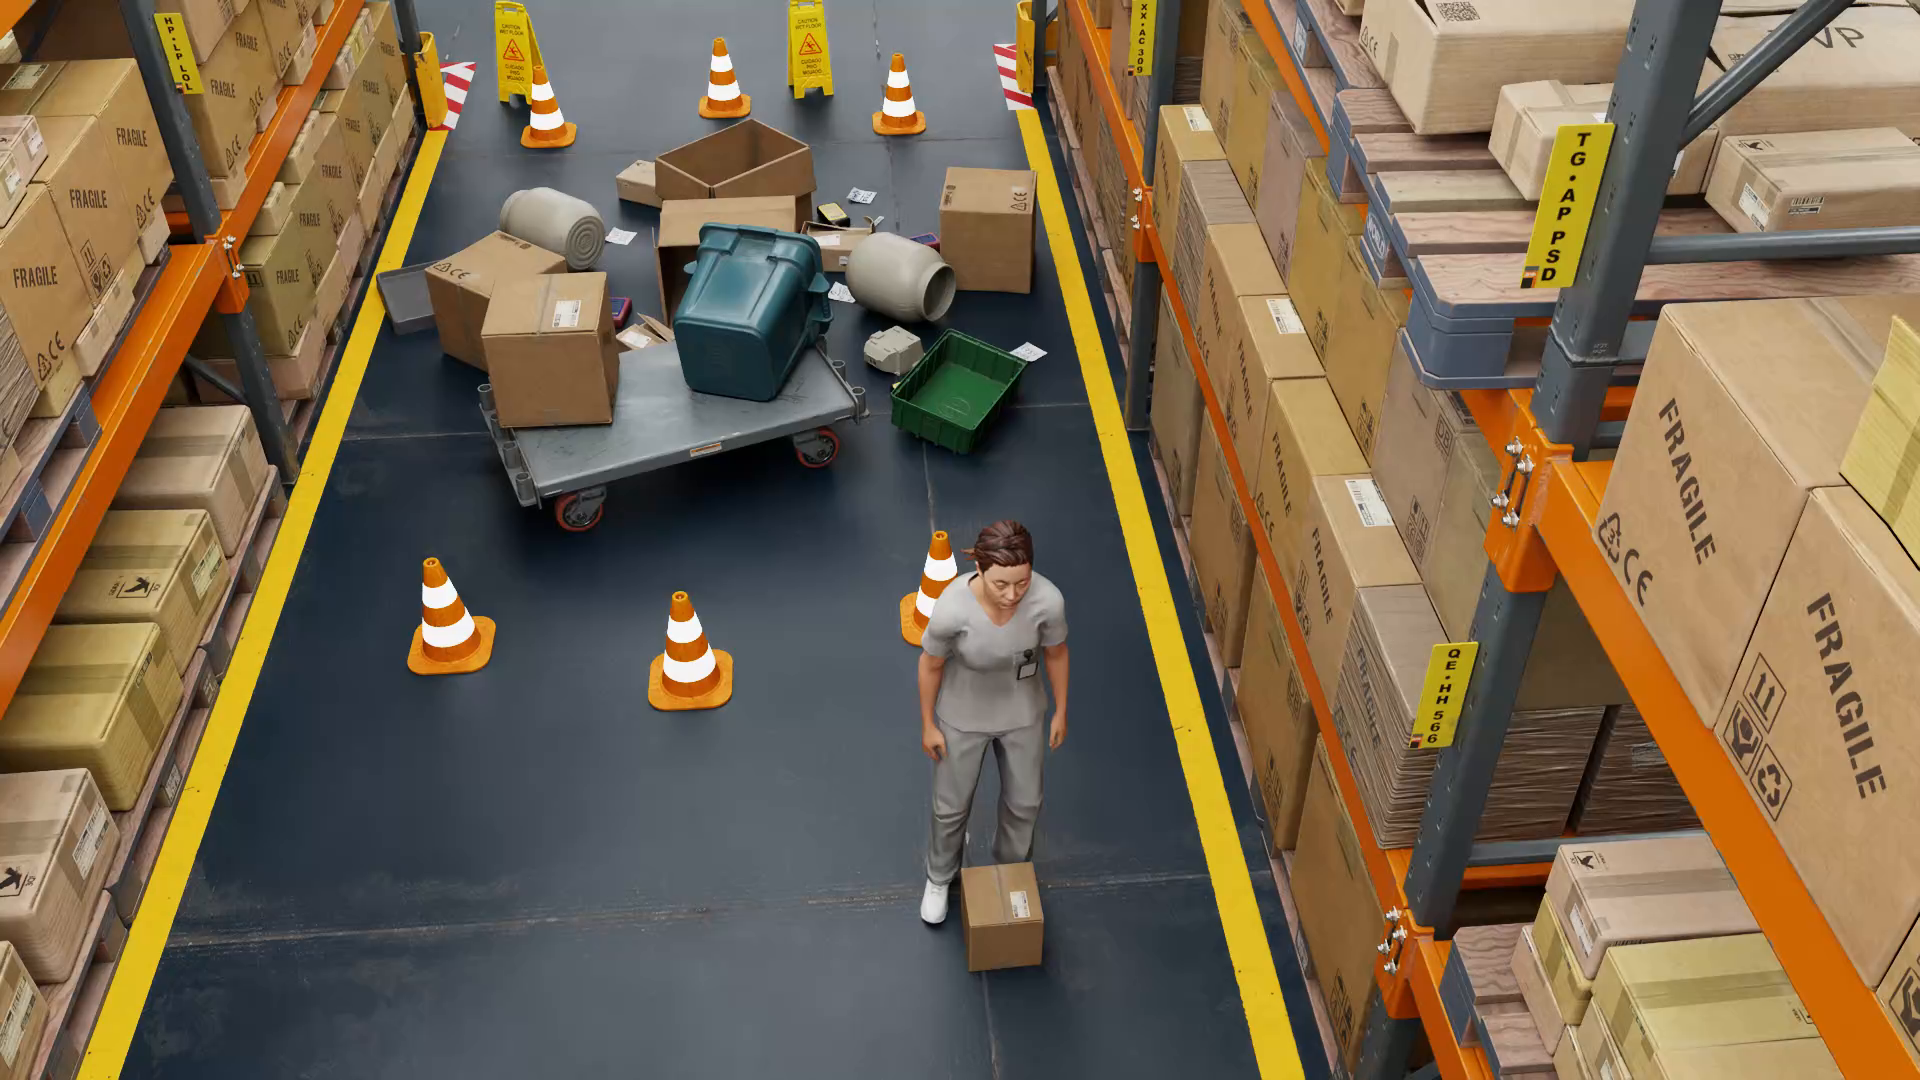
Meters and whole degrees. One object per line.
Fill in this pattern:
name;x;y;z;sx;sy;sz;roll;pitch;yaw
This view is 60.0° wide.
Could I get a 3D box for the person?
person;0.102;0.585;5.440;0.514;1.673;0.353;-5;40;-6
